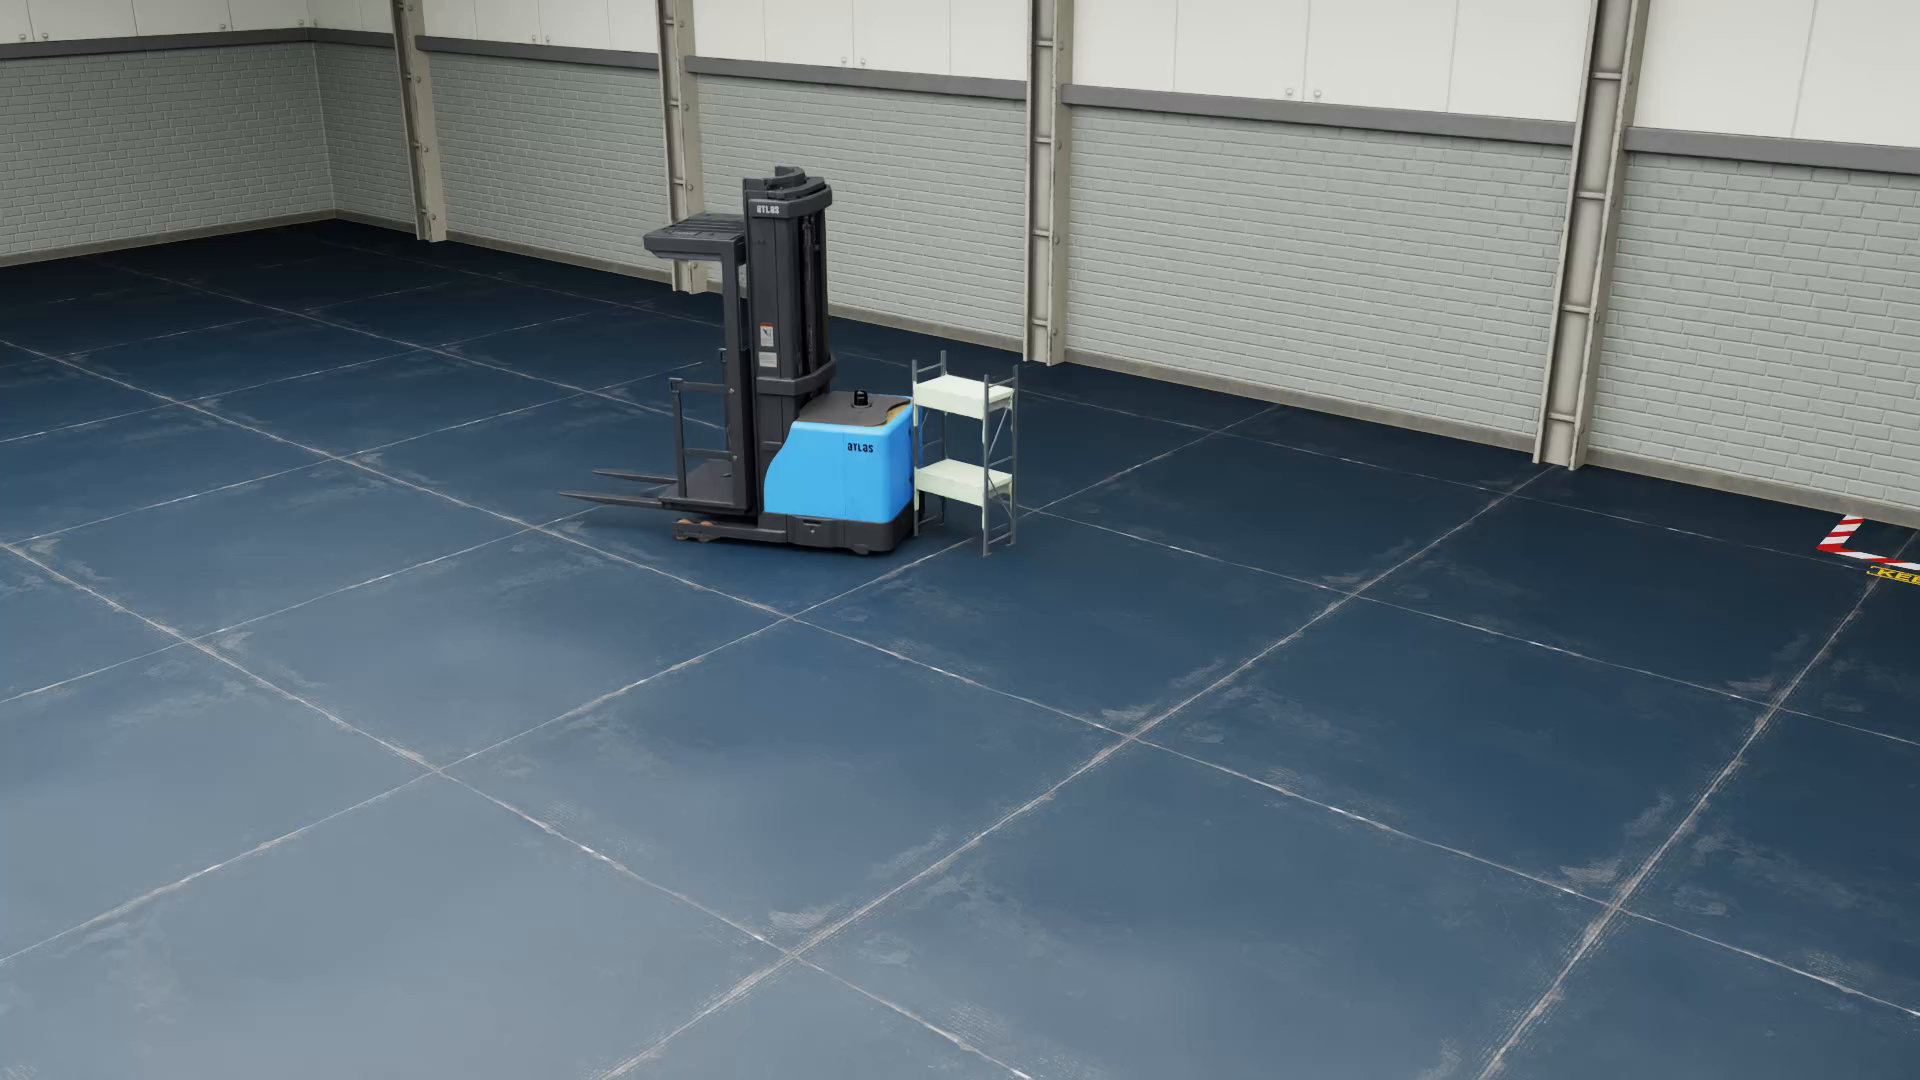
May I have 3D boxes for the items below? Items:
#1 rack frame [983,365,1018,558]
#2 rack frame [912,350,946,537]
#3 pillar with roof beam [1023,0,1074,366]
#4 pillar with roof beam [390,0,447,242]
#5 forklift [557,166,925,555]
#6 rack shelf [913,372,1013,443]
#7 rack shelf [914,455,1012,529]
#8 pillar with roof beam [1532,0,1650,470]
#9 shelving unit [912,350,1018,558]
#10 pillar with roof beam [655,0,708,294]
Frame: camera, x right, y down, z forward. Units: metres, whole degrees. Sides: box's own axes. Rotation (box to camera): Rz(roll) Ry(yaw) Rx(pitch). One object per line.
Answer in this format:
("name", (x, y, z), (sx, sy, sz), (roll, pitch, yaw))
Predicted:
("rack frame", (0.321, -0.618, 13.183), (0.023, 1.500, 0.400), (16, 26, 36))
("rack frame", (-0.248, -0.781, 13.614), (0.023, 1.500, 0.400), (16, 26, 36))
("pillar with roof beam", (-1.750, -5.100, 14.440), (0.400, 9.000, 9.100), (16, 26, 36))
("pillar with roof beam", (-11.047, -7.778, 21.539), (0.400, 9.000, 9.100), (16, 26, 36))
("forklift", (-1.872, -1.527, 13.562), (3.031, 2.935, 1.130), (6, 21, 15))
("rack shelf", (0.036, -1.065, 13.260), (0.720, 0.370, 0.431), (16, 26, 36))
("rack shelf", (0.036, -0.395, 13.513), (0.720, 0.370, 0.431), (16, 26, 36))
("pillar with roof beam", (2.899, -3.762, 10.890), (0.400, 9.000, 9.100), (16, 26, 36))
("shelving unit", (0.036, -0.700, 13.398), (0.755, 1.500, 0.431), (16, 26, 36))
("pillar with roof beam", (-6.398, -6.439, 17.989), (0.400, 9.000, 9.100), (16, 26, 36))
